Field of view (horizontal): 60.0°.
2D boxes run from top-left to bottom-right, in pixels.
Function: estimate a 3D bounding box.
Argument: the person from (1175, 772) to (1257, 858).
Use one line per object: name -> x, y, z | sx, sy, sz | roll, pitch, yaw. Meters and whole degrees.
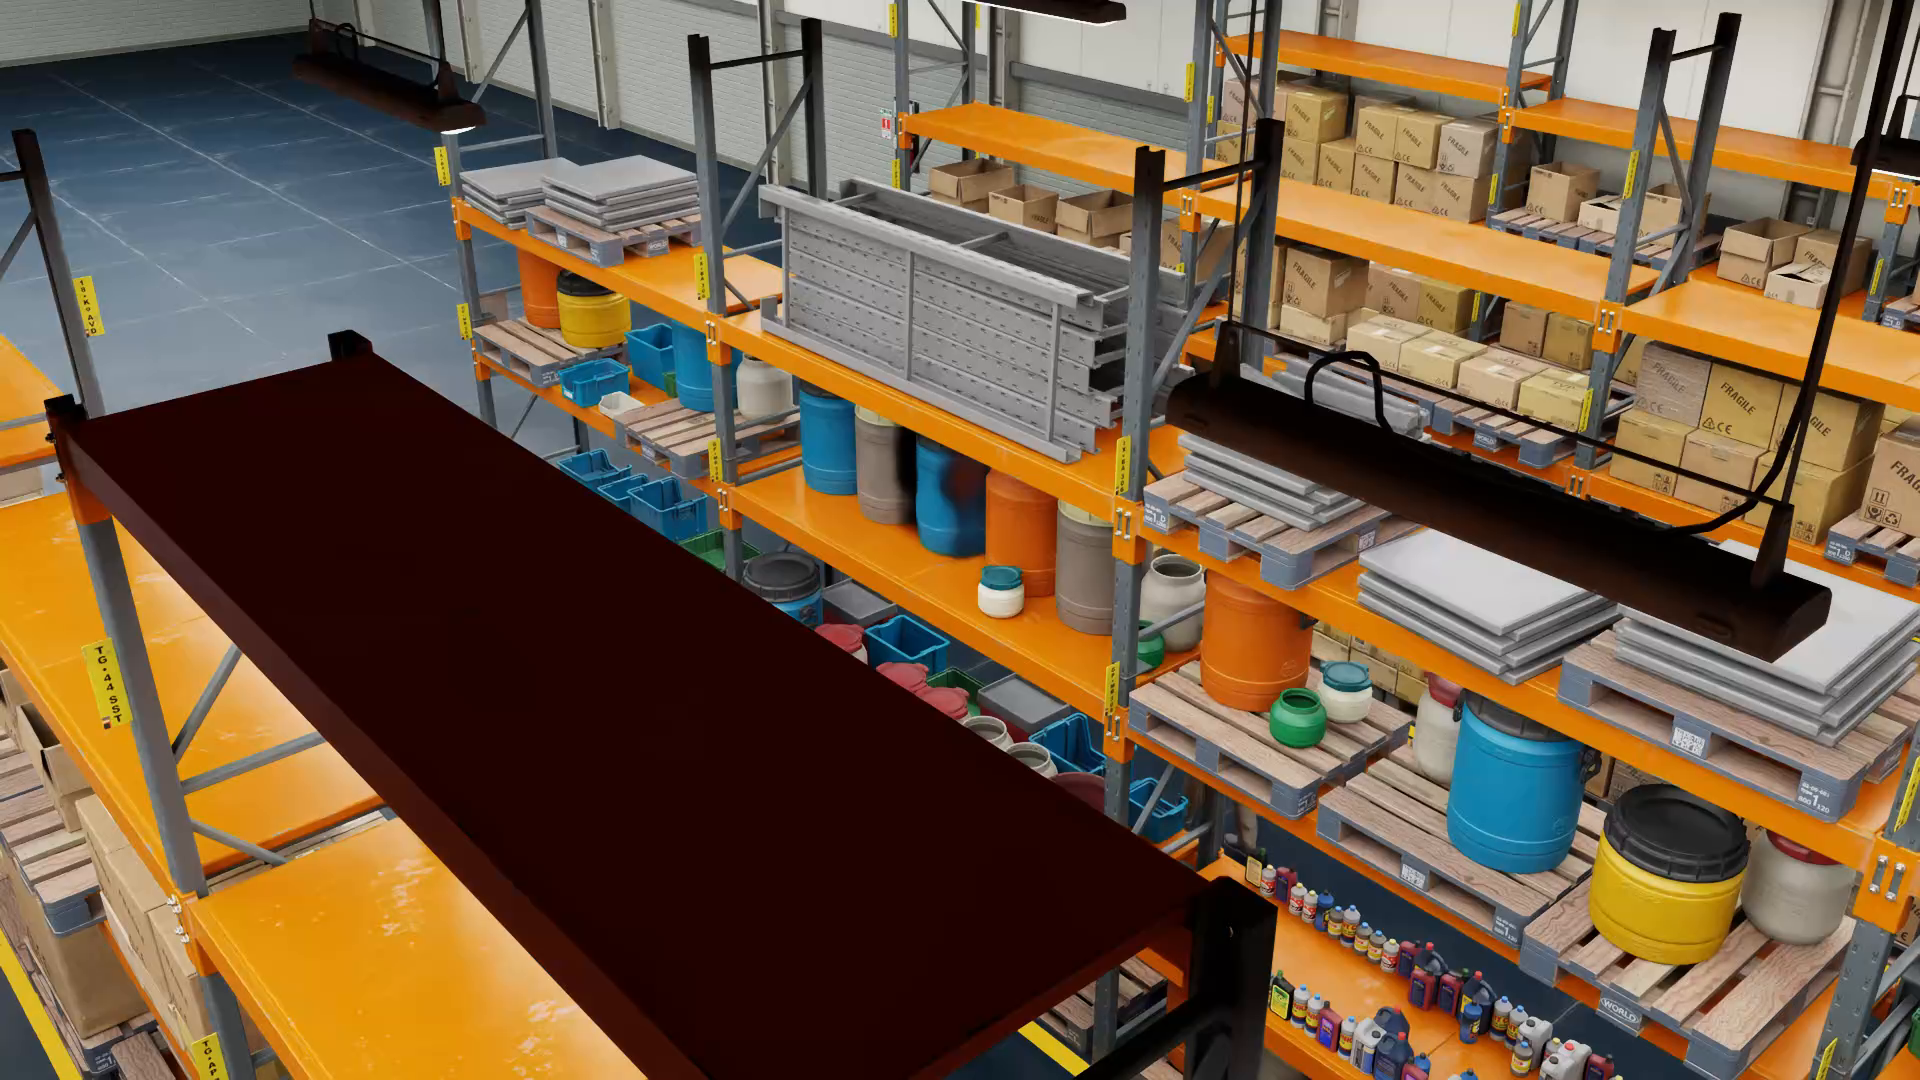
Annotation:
person -> 1.983, 1.520, 12.564 | 0.520, 1.673, 0.900 | -15, 30, -27
